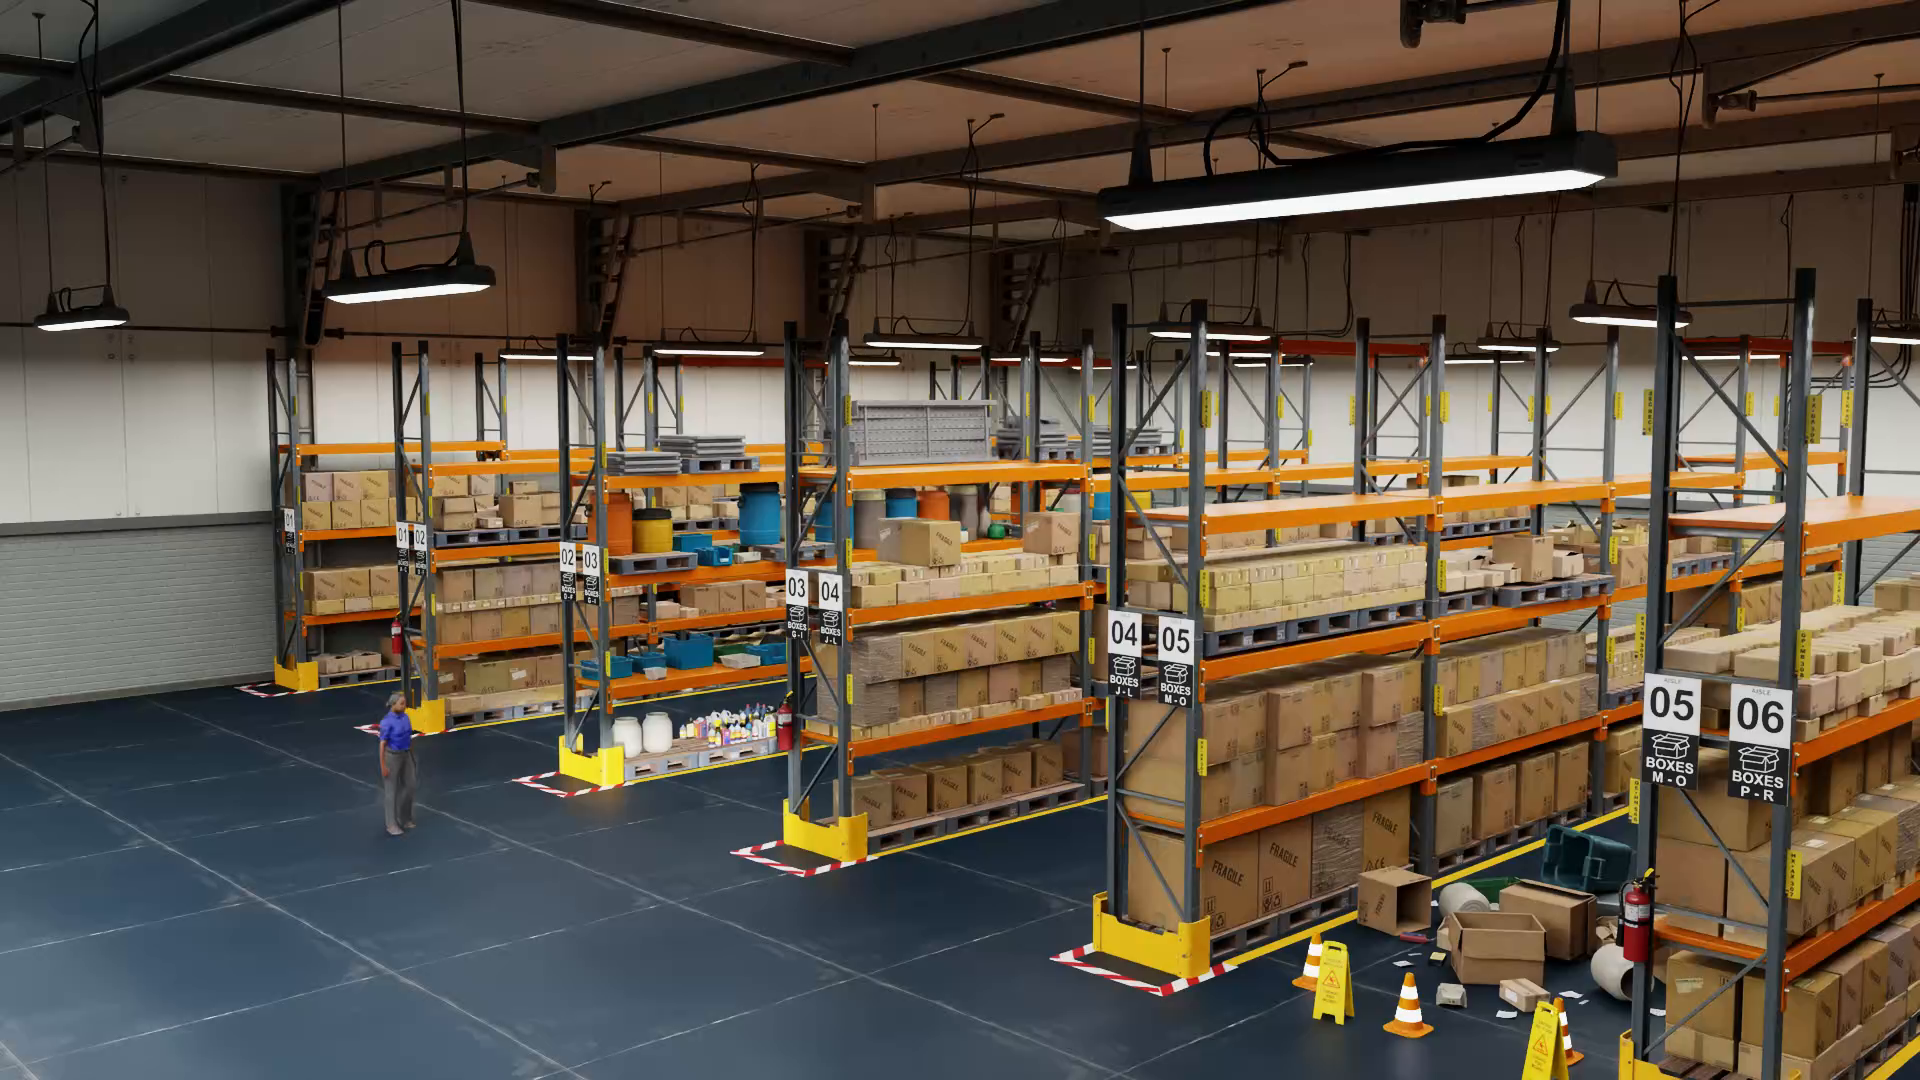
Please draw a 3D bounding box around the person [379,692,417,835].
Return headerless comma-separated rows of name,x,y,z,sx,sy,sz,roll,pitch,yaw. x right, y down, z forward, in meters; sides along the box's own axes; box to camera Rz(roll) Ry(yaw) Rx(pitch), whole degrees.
person,-6.687,2.675,19.782,0.345,1.744,0.550,2,5,23
